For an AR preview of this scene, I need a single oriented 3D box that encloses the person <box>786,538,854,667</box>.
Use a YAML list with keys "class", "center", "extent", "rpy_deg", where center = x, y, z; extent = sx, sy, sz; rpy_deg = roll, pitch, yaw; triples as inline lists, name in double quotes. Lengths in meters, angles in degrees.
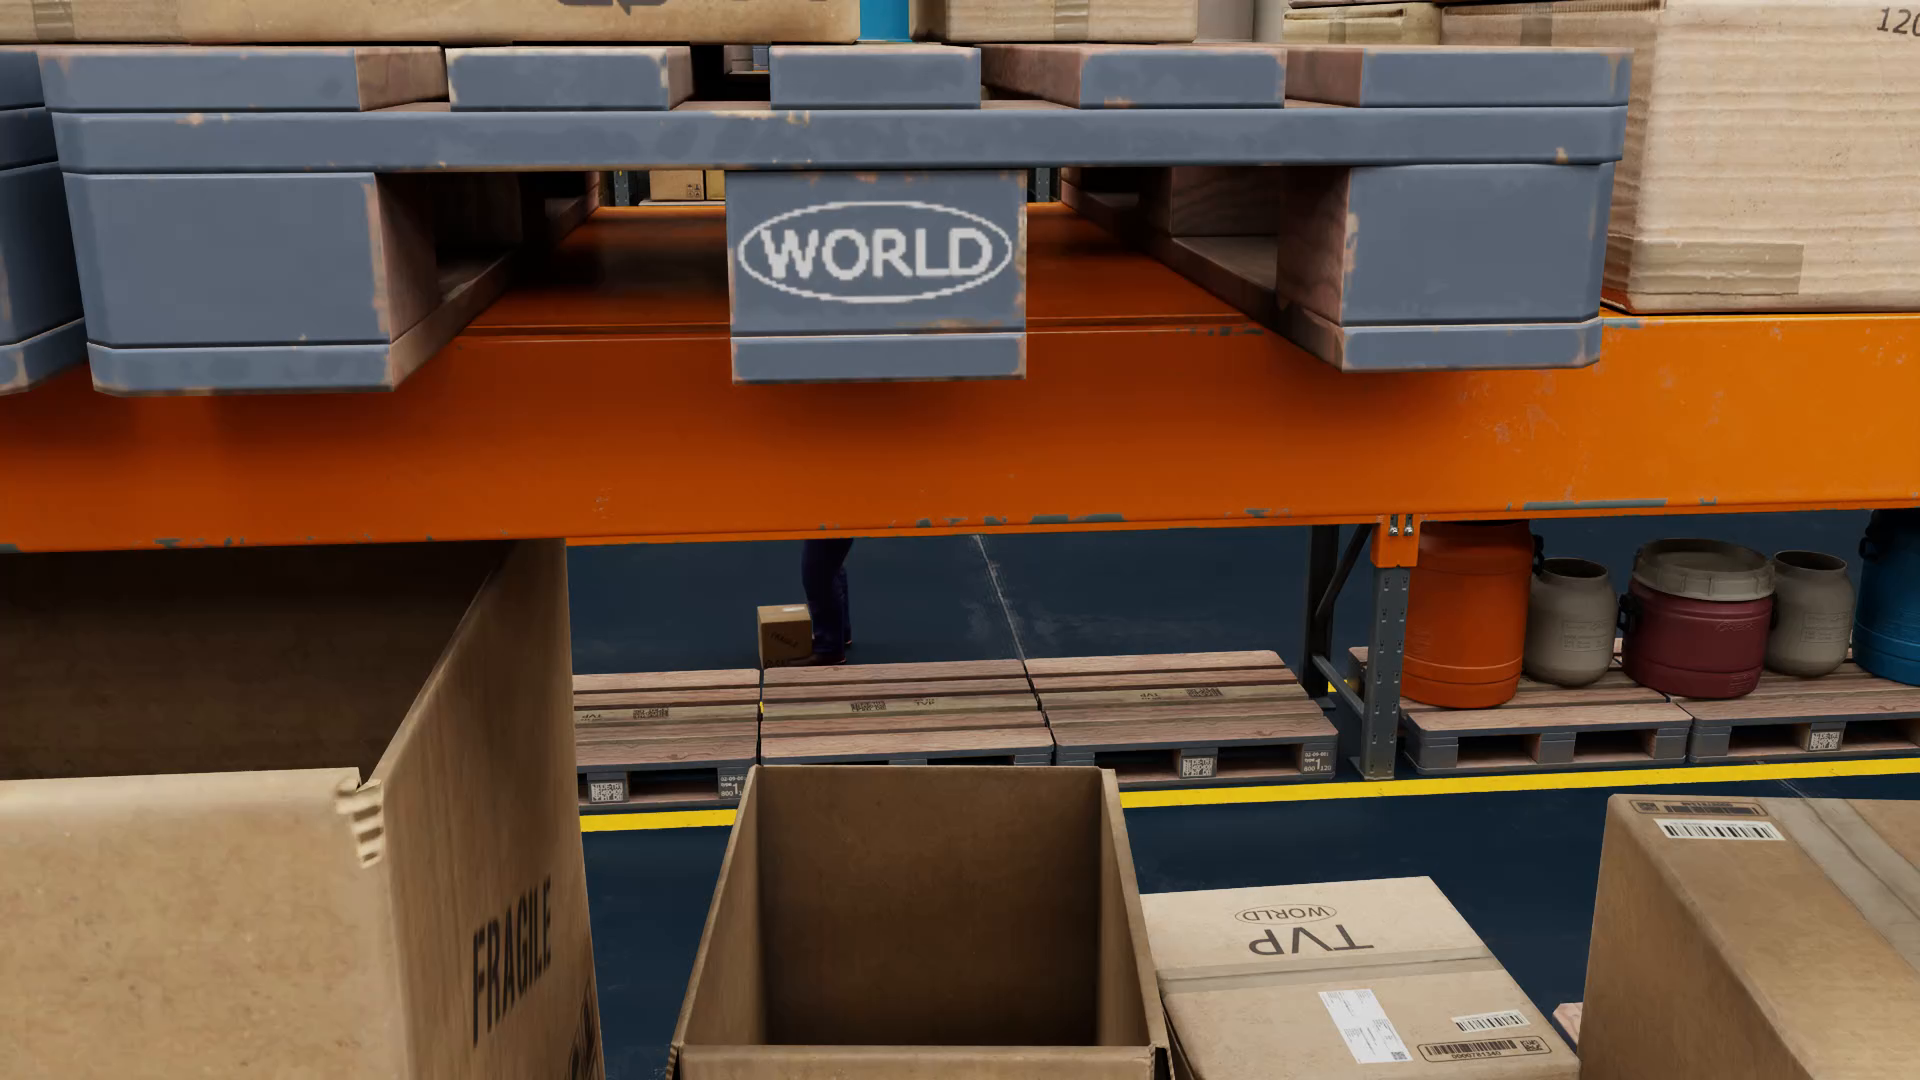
- class: "person"
  center: [-0.674, -0.190, 8.184]
  extent: [0.426, 1.651, 0.559]
  rpy_deg: [-3, 17, -9]
